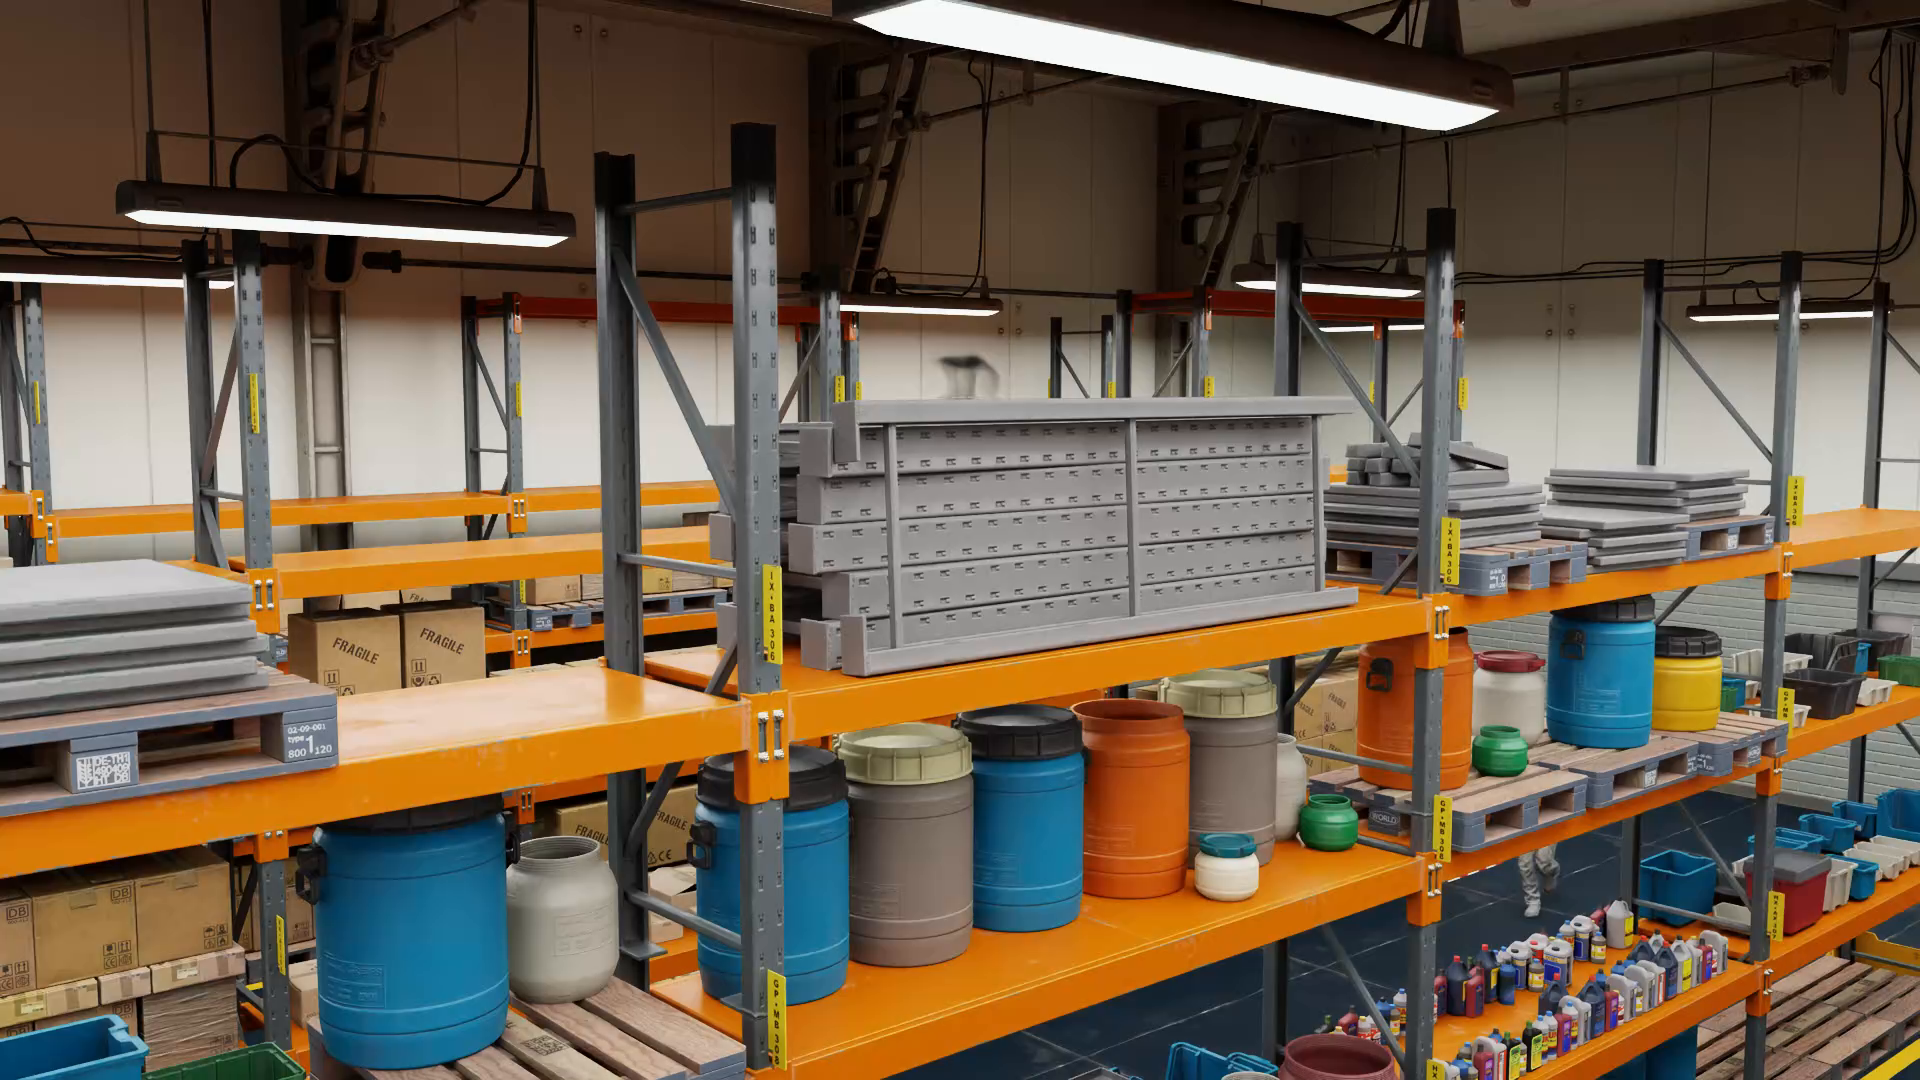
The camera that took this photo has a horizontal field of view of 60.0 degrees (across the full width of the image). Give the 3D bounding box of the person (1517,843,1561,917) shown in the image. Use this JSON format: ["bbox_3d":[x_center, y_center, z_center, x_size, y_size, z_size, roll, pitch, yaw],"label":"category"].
[{"bbox_3d":[5.654,2.771,16.263,0.683,1.740,0.611,3,6,31],"label":"person"}]
